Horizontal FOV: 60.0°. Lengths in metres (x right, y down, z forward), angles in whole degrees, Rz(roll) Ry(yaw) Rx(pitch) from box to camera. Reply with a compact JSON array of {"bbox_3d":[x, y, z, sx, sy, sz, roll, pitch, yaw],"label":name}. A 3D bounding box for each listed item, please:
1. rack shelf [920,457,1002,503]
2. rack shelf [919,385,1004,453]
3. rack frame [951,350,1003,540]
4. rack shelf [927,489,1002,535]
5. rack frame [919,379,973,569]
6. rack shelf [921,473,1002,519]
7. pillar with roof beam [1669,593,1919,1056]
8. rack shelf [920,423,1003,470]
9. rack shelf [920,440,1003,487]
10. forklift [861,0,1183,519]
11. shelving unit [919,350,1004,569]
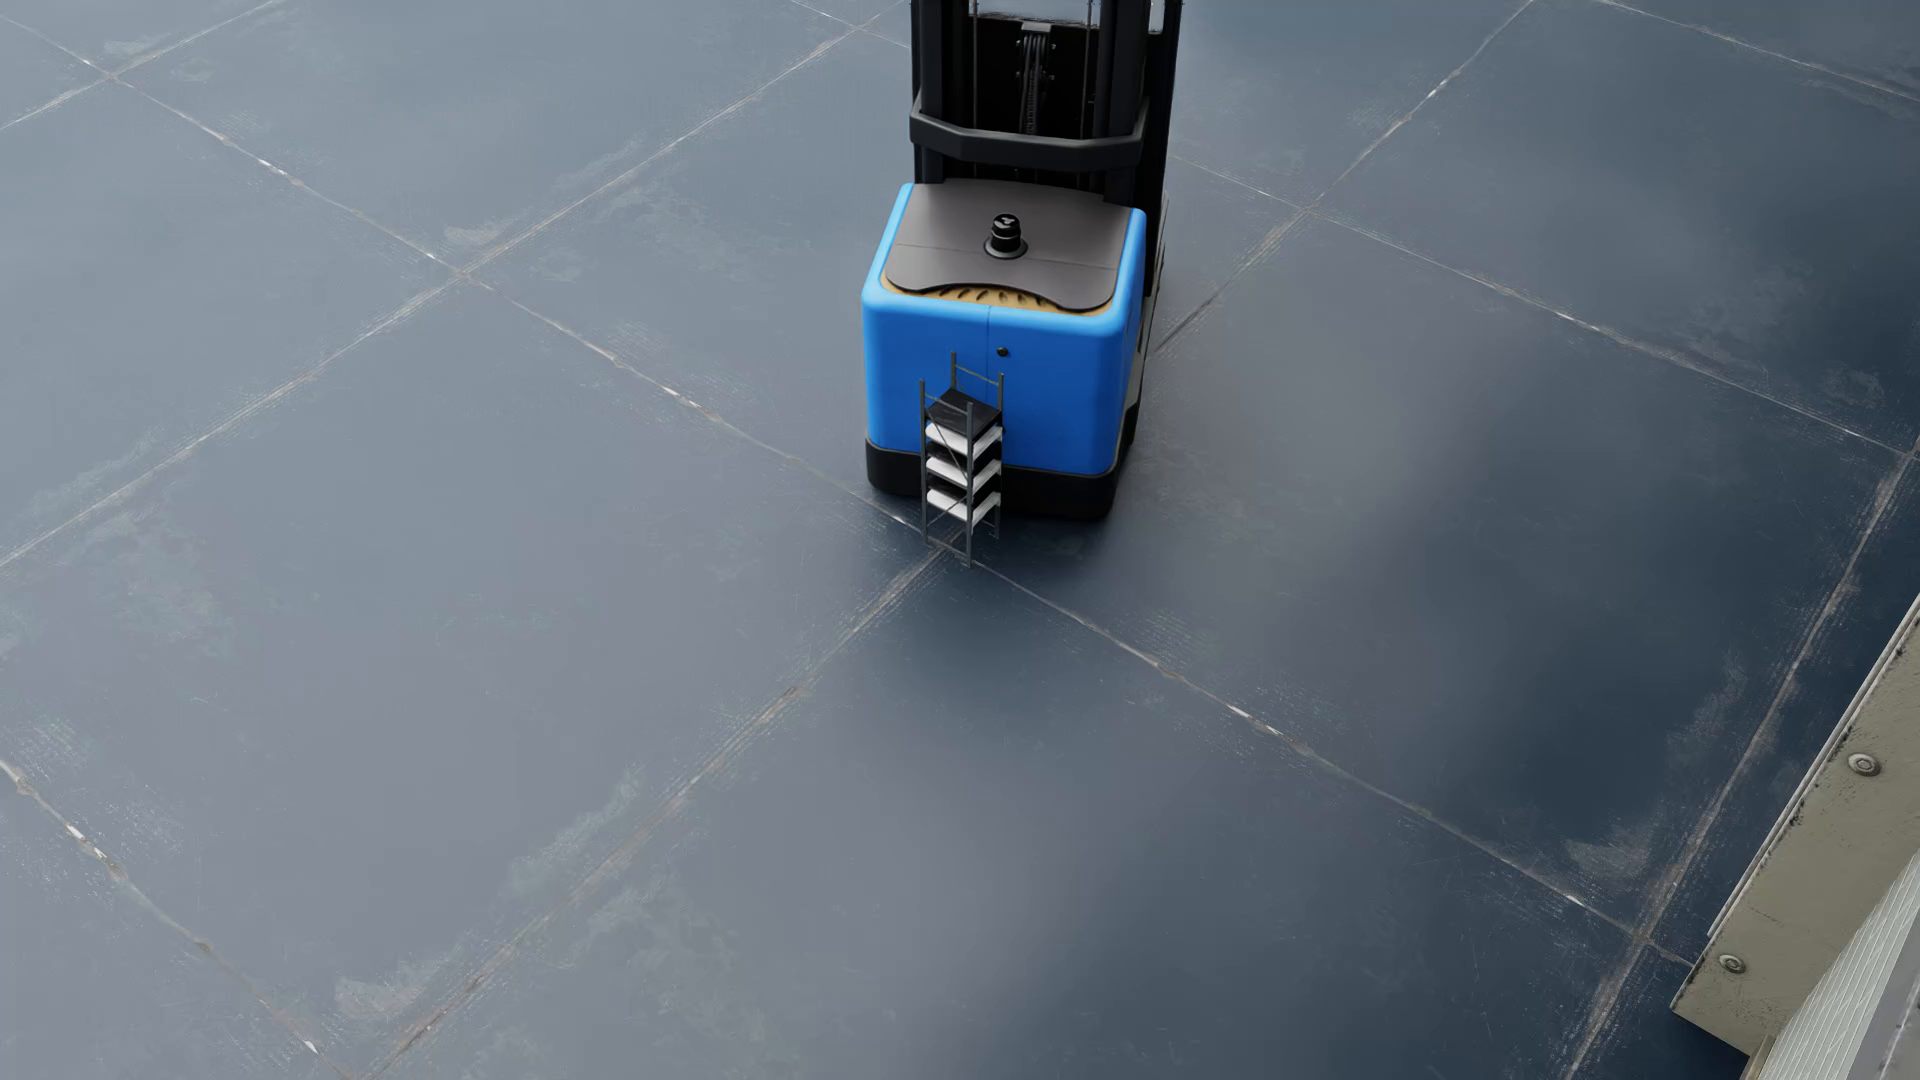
[{"bbox_3d":[0.006,-0.280,6.606,0.258,0.077,0.200,27,52,23],"label":"rack shelf"},{"bbox_3d":[0.006,-0.467,6.411,0.258,0.077,0.200,27,52,23],"label":"rack shelf"},{"bbox_3d":[0.064,-0.363,6.640,0.240,0.900,0.006,27,52,23],"label":"rack frame"},{"bbox_3d":[0.006,-0.156,6.736,0.258,0.077,0.200,27,52,23],"label":"rack shelf"},{"bbox_3d":[-0.053,-0.243,6.525,0.240,0.900,0.006,27,52,23],"label":"rack frame"},{"bbox_3d":[0.006,-0.218,6.671,0.258,0.077,0.200,27,52,23],"label":"rack shelf"},{"bbox_3d":[-0.841,-3.522,4.055,9.100,9.000,0.400,29,53,25],"label":"pillar with roof beam"},{"bbox_3d":[0.006,-0.404,6.476,0.258,0.077,0.200,27,52,23],"label":"rack shelf"},{"bbox_3d":[0.006,-0.342,6.541,0.258,0.077,0.200,27,52,23],"label":"rack shelf"},{"bbox_3d":[0.389,-2.183,6.973,1.130,2.935,3.031,8,47,7],"label":"forklift"},{"bbox_3d":[0.006,-0.303,6.582,0.258,0.900,0.210,27,52,23],"label":"shelving unit"}]
